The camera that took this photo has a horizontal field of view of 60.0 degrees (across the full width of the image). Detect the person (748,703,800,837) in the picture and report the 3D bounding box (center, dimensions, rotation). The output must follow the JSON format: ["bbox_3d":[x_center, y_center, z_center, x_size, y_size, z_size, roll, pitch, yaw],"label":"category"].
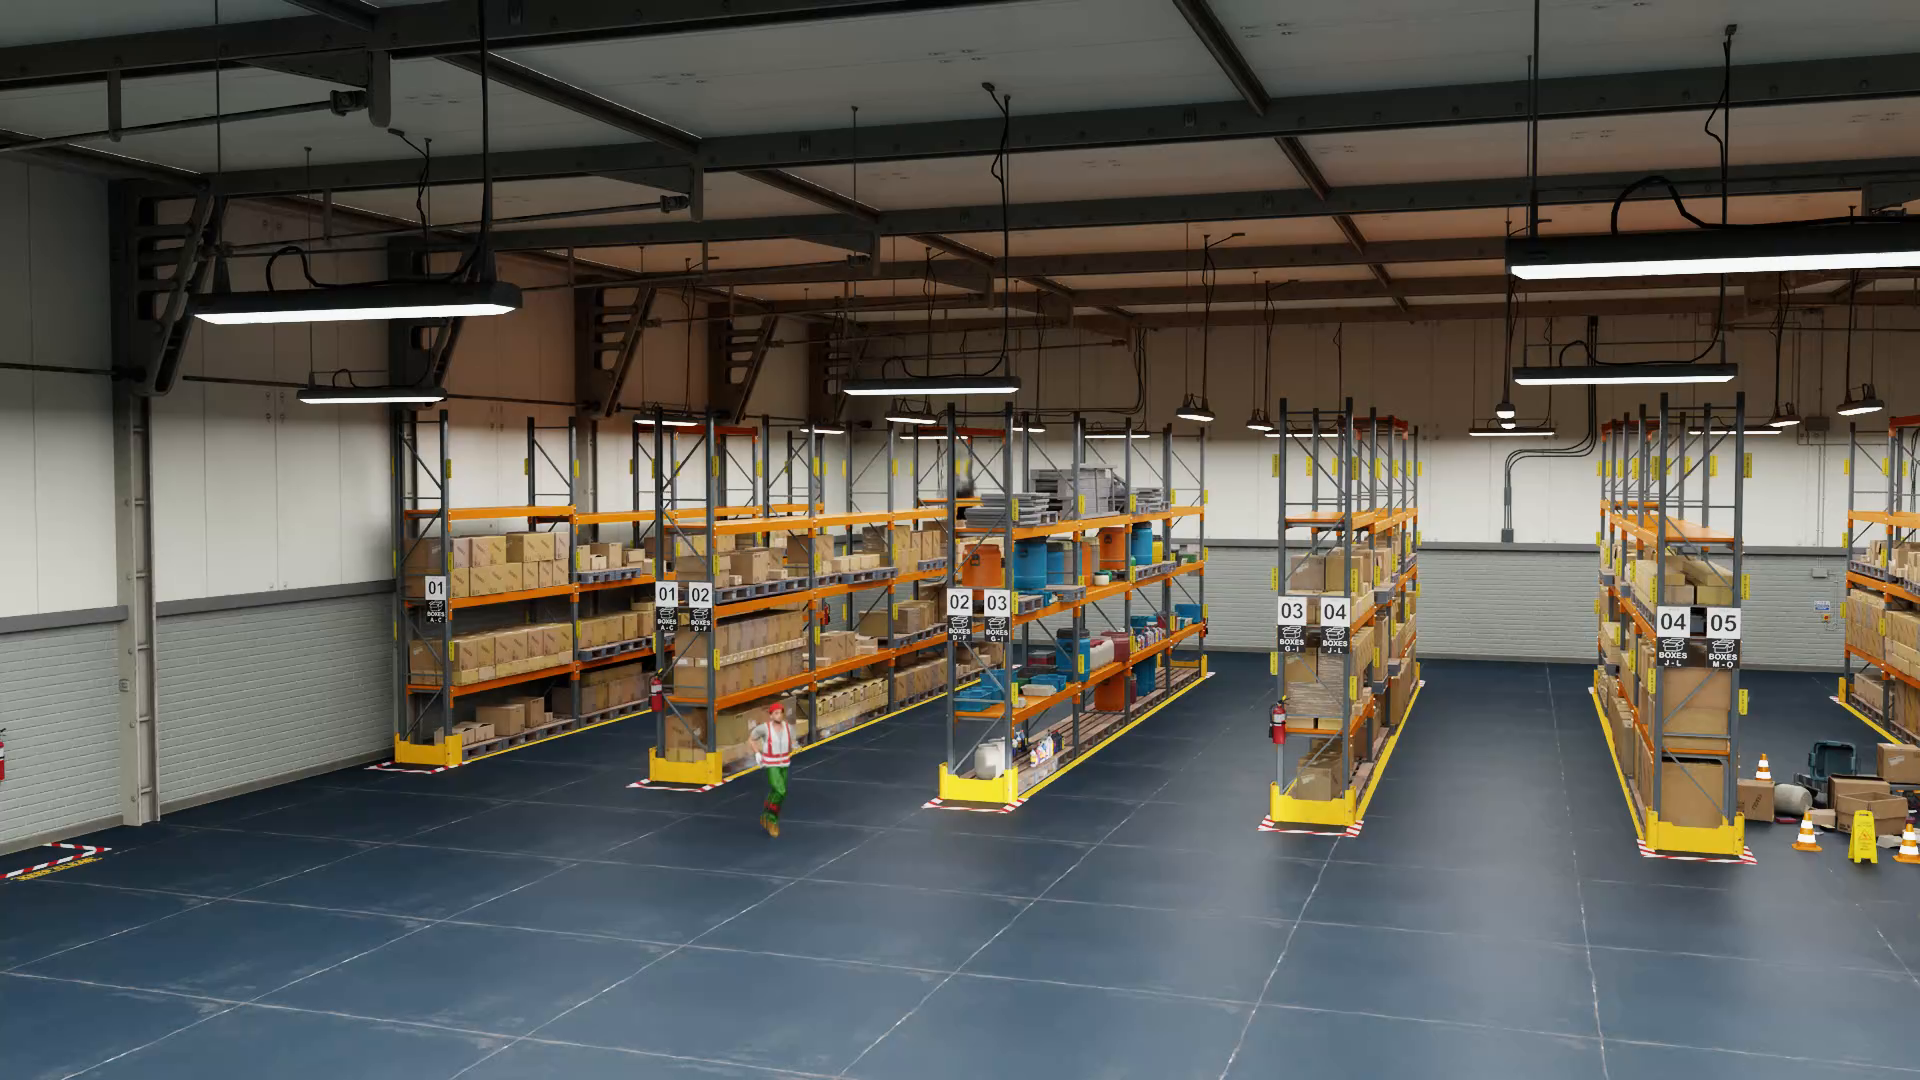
[{"bbox_3d":[-2.502,3.145,22.831,0.616,1.835,0.748,-2,3,-40],"label":"person"}]
